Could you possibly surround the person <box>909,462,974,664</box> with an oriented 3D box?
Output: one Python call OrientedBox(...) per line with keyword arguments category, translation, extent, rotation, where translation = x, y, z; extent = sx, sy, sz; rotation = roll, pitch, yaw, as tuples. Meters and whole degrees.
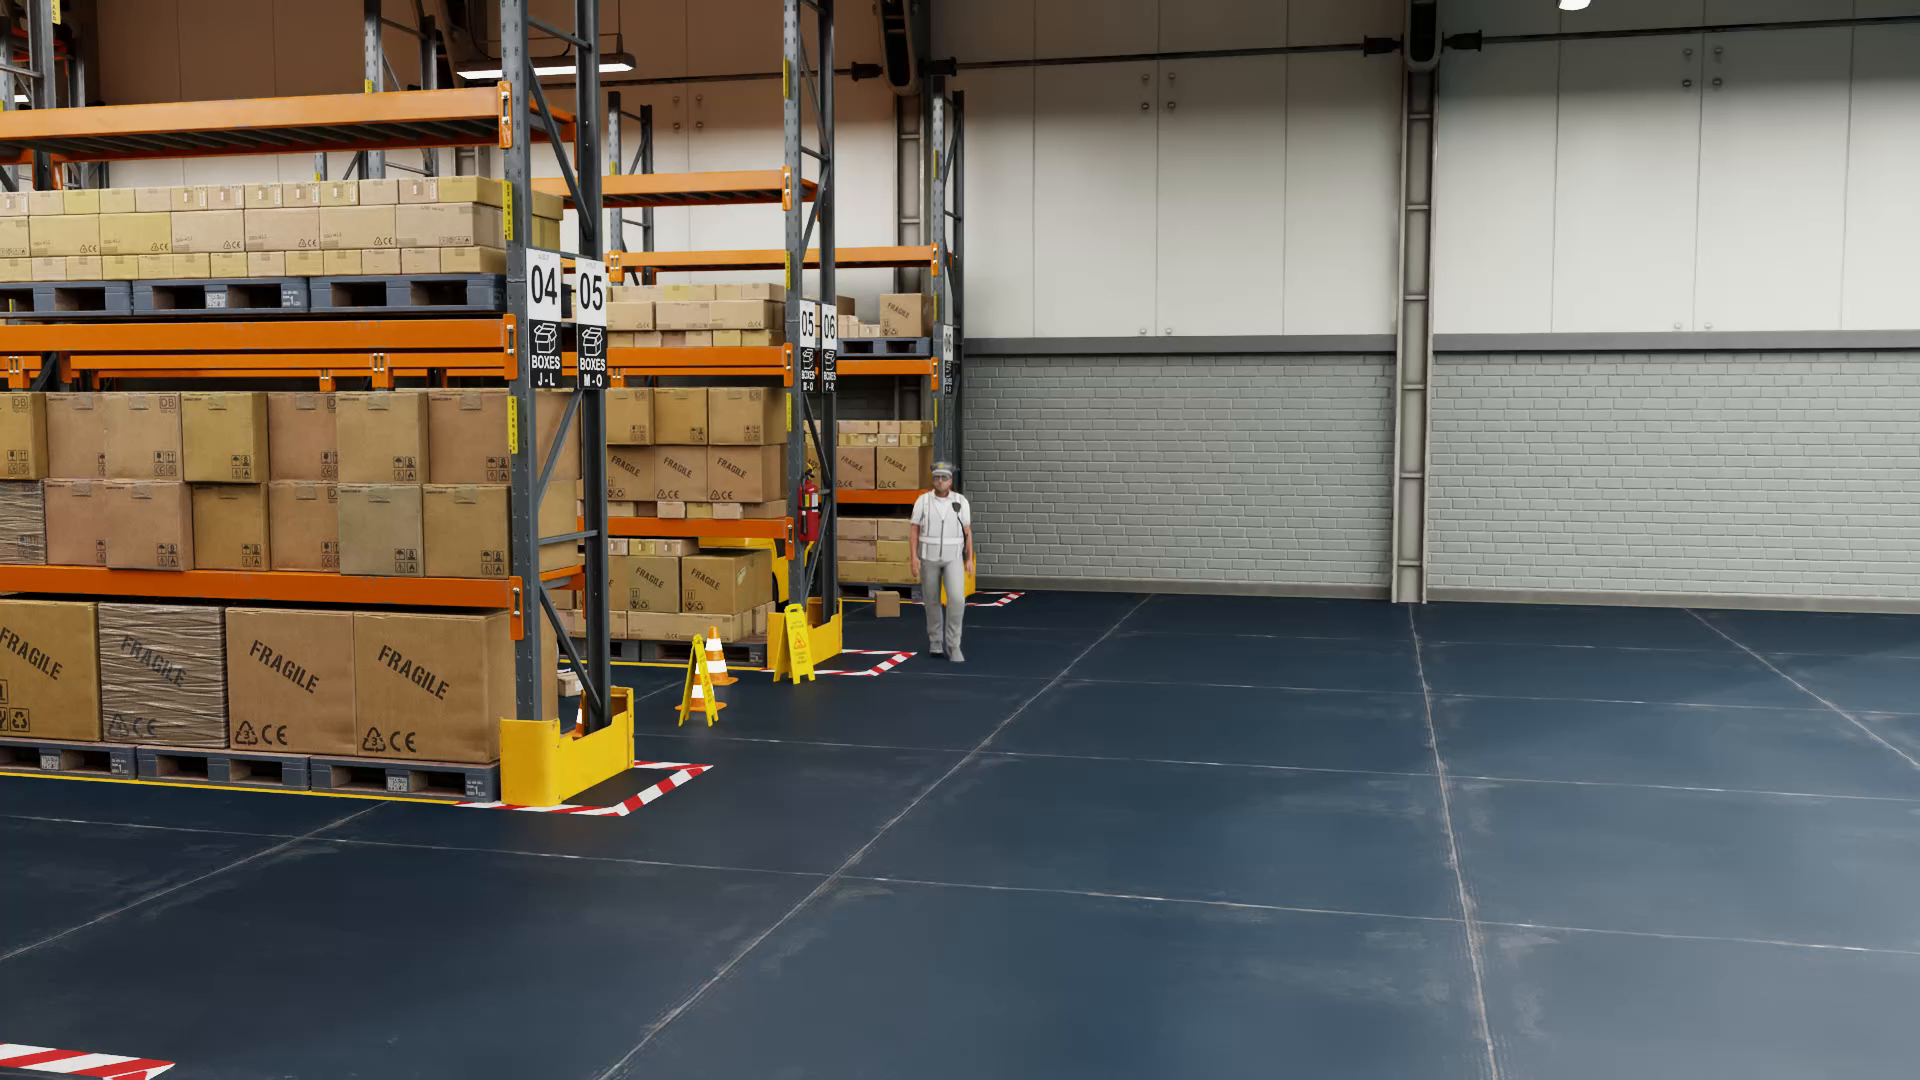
OrientedBox(category="person", translation=(-0.167, 0.216, 15.055), extent=(0.589, 1.840, 0.659), rotation=(0, 5, 1))
